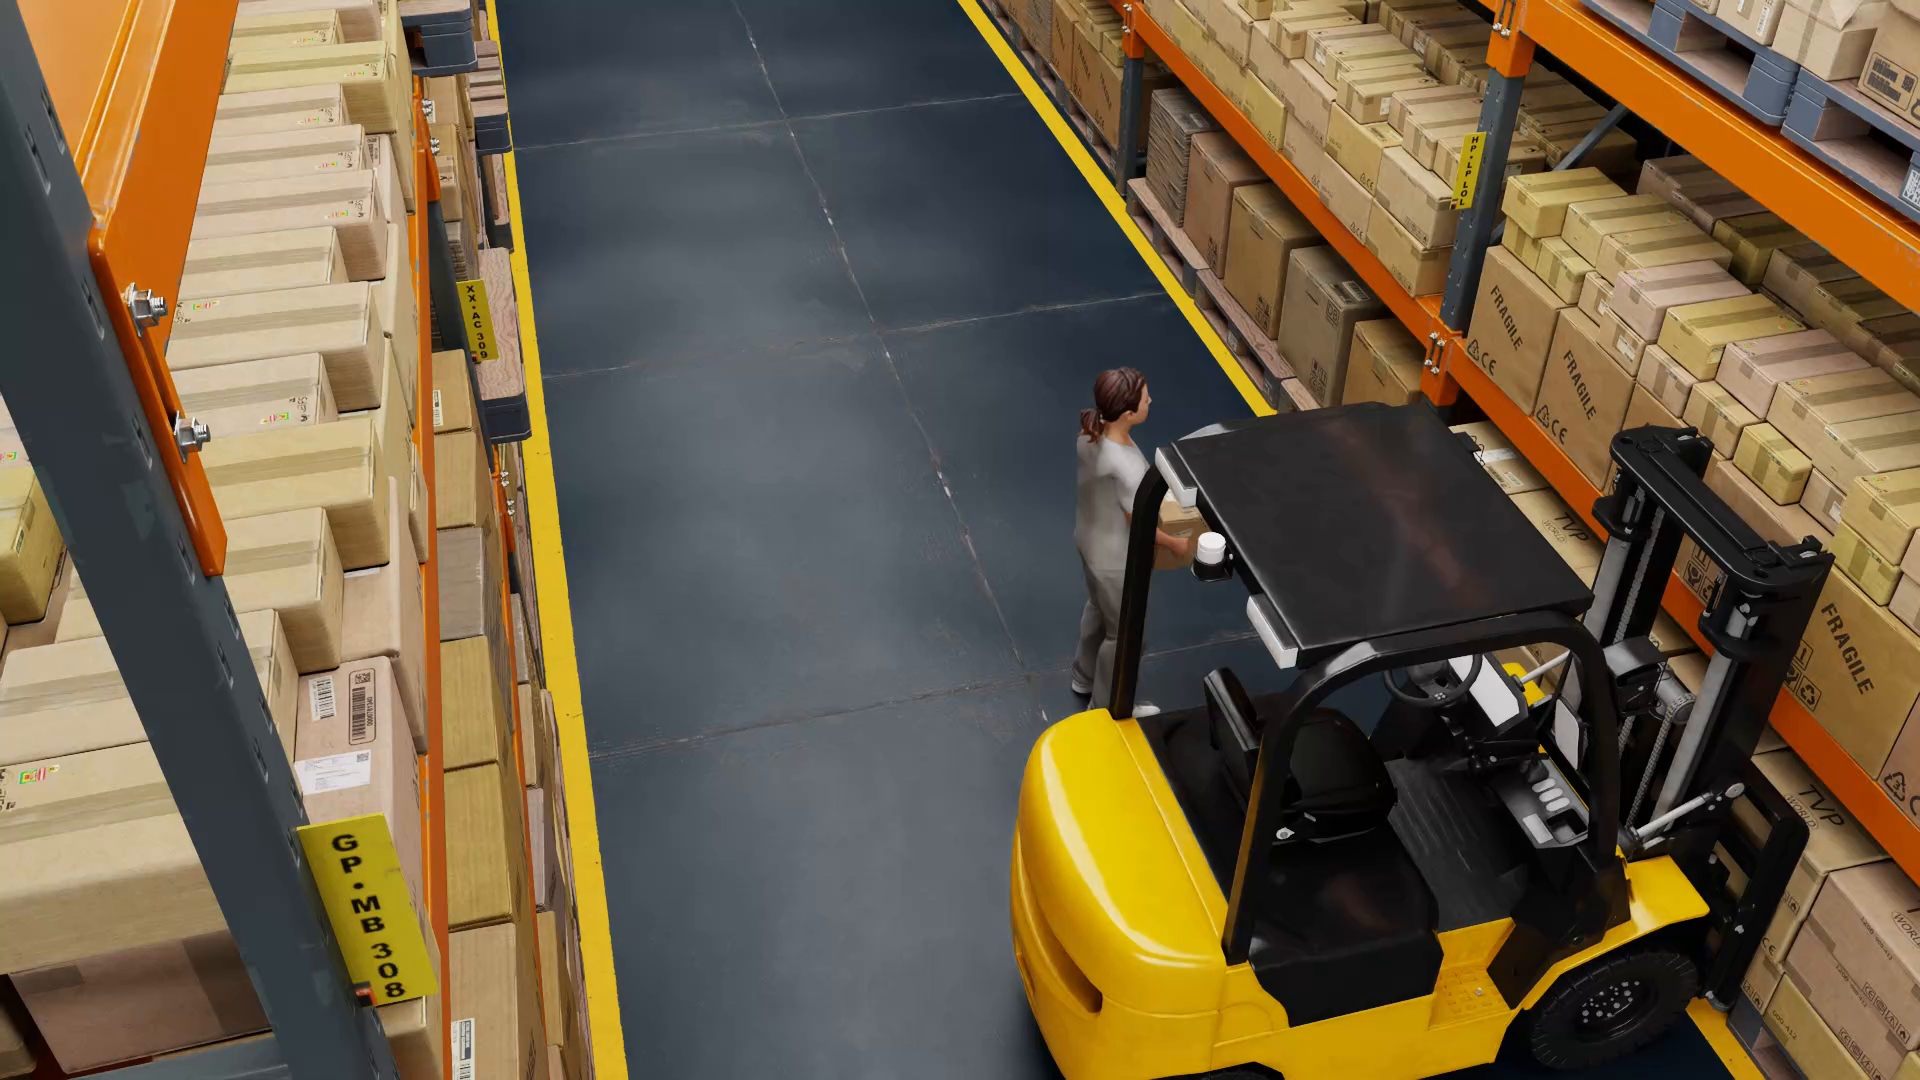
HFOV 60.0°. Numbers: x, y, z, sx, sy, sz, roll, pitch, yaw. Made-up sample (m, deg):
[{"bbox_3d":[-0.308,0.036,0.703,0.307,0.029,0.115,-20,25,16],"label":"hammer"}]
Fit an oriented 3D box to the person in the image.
[{"bbox_3d":[0.668,0.024,6.682,0.475,1.675,0.464,-10,39,-12],"label":"person"}]
